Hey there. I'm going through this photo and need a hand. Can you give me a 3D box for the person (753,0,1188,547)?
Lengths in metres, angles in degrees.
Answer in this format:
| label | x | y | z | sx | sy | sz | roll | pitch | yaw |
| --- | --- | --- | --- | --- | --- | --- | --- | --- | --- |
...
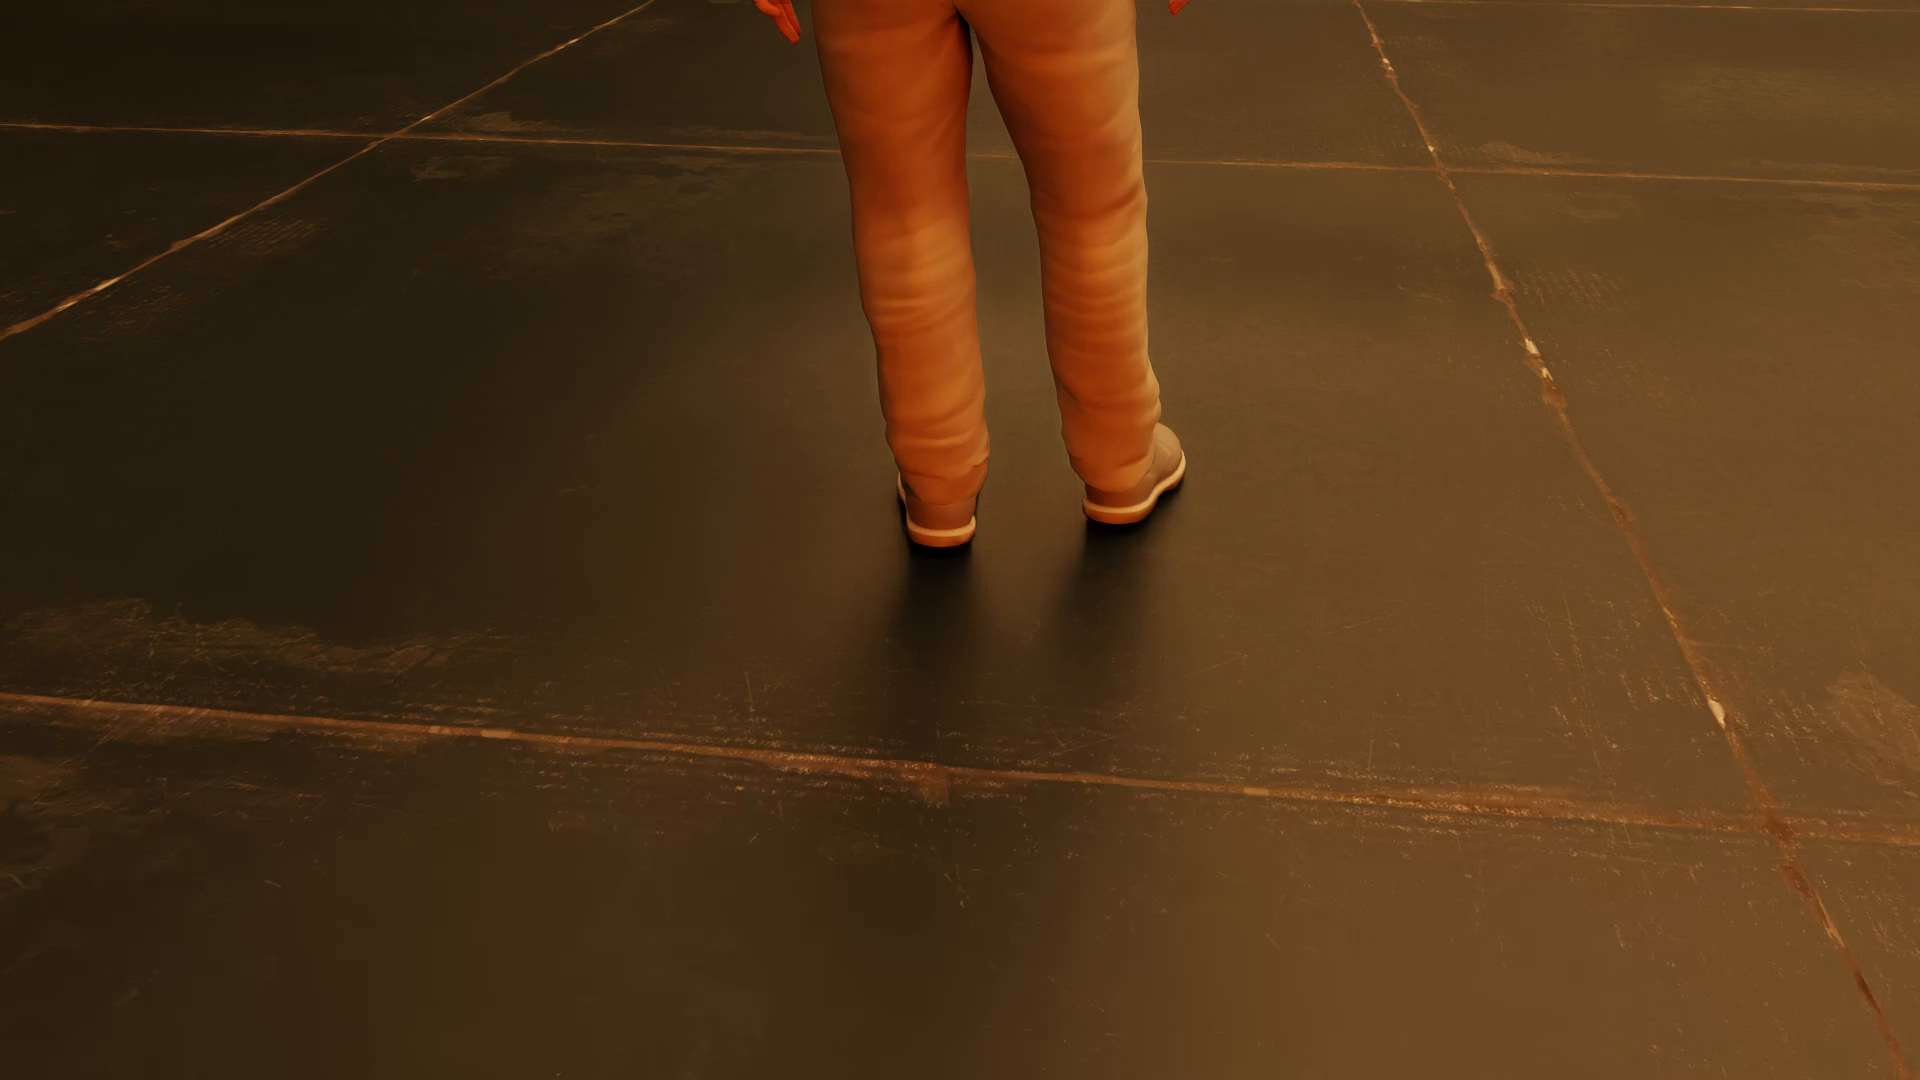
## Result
| label | x | y | z | sx | sy | sz | roll | pitch | yaw |
| --- | --- | --- | --- | --- | --- | --- | --- | --- | --- |
| person | 0.023 | -0.832 | 2.169 | 0.640 | 1.770 | 0.575 | 3 | 27 | 7 |
